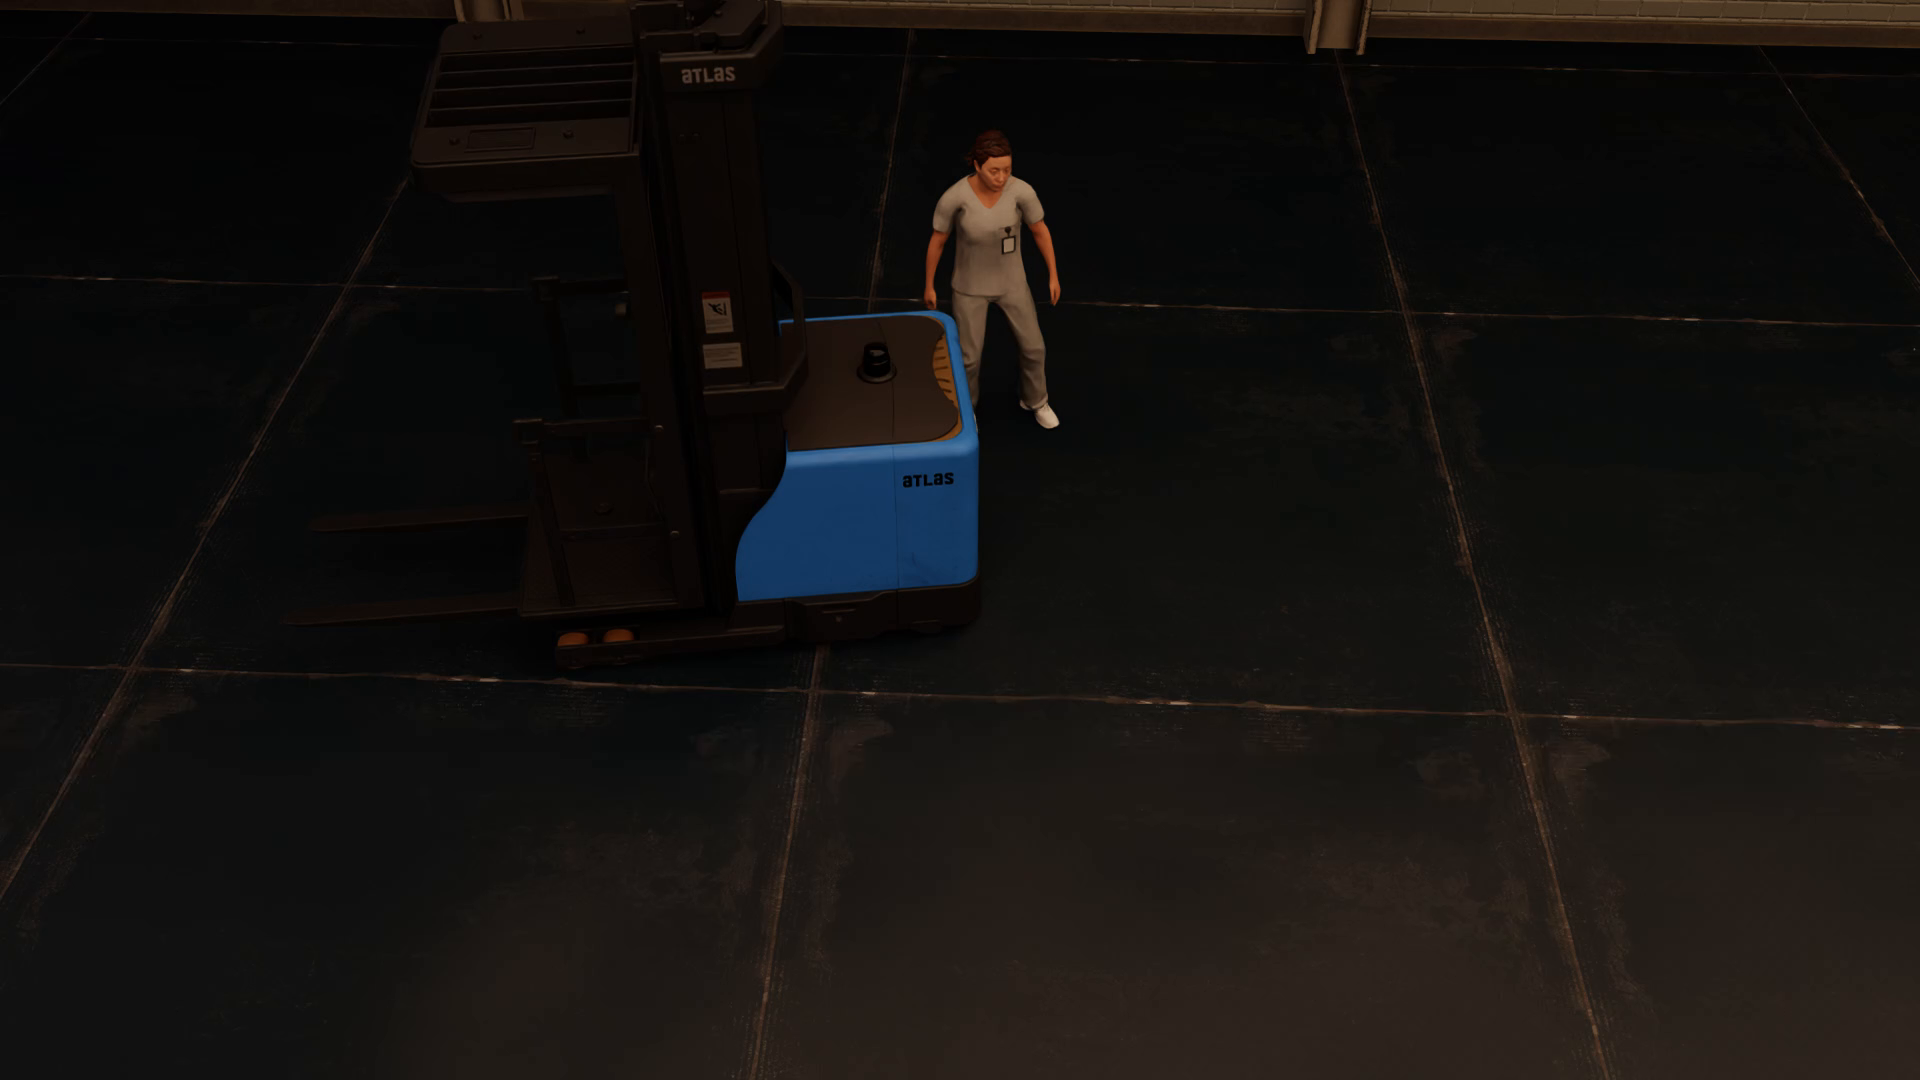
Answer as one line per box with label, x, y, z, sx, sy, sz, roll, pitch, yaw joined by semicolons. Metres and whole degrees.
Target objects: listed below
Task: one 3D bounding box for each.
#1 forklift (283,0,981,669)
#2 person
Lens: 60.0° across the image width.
forklift;-1.462;-0.895;6.723;3.031;2.935;1.130;-4;43;-5
person;0.159;-1.238;8.050;0.679;1.650;0.327;-6;43;-7
